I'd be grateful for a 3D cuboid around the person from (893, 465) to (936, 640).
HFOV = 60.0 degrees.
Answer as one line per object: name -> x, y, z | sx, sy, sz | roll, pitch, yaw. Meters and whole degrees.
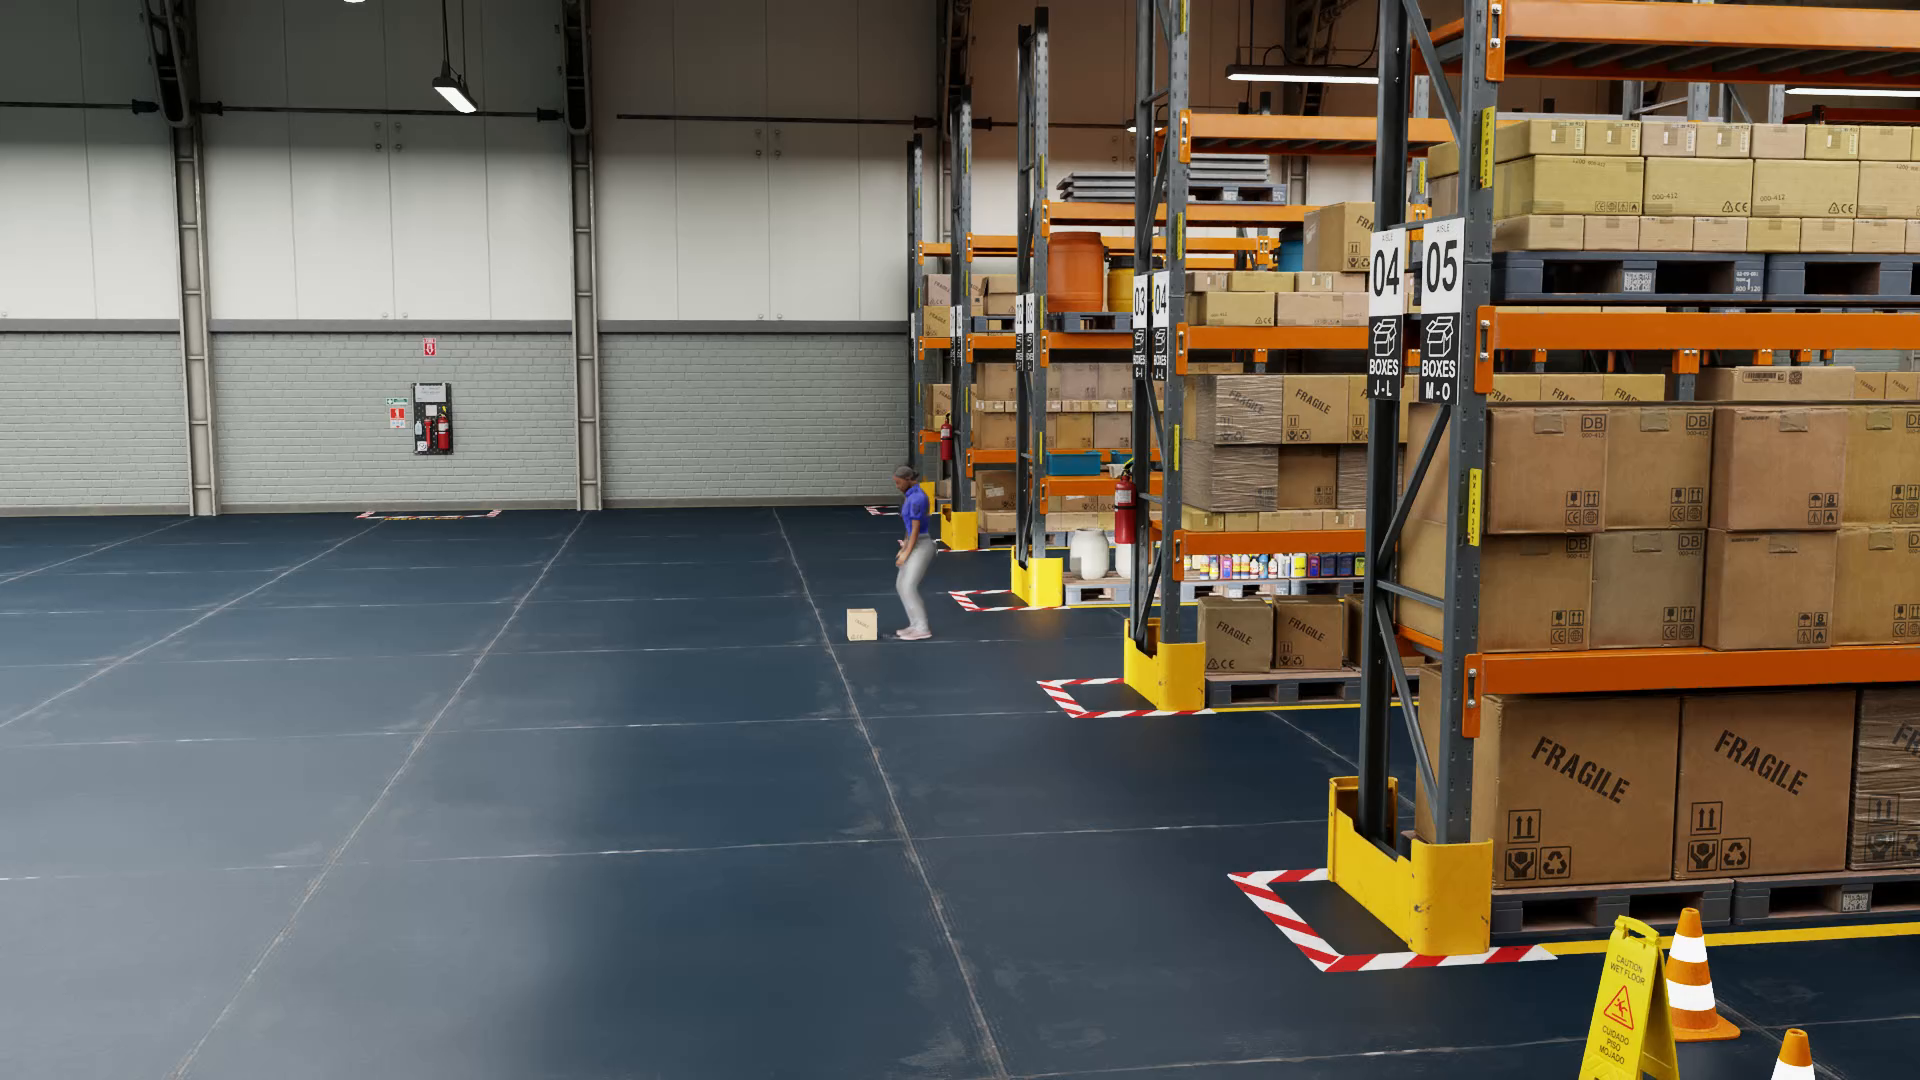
person -> -0.414, 0.111, 15.224 | 0.392, 1.600, 0.461 | -1, 7, -7
